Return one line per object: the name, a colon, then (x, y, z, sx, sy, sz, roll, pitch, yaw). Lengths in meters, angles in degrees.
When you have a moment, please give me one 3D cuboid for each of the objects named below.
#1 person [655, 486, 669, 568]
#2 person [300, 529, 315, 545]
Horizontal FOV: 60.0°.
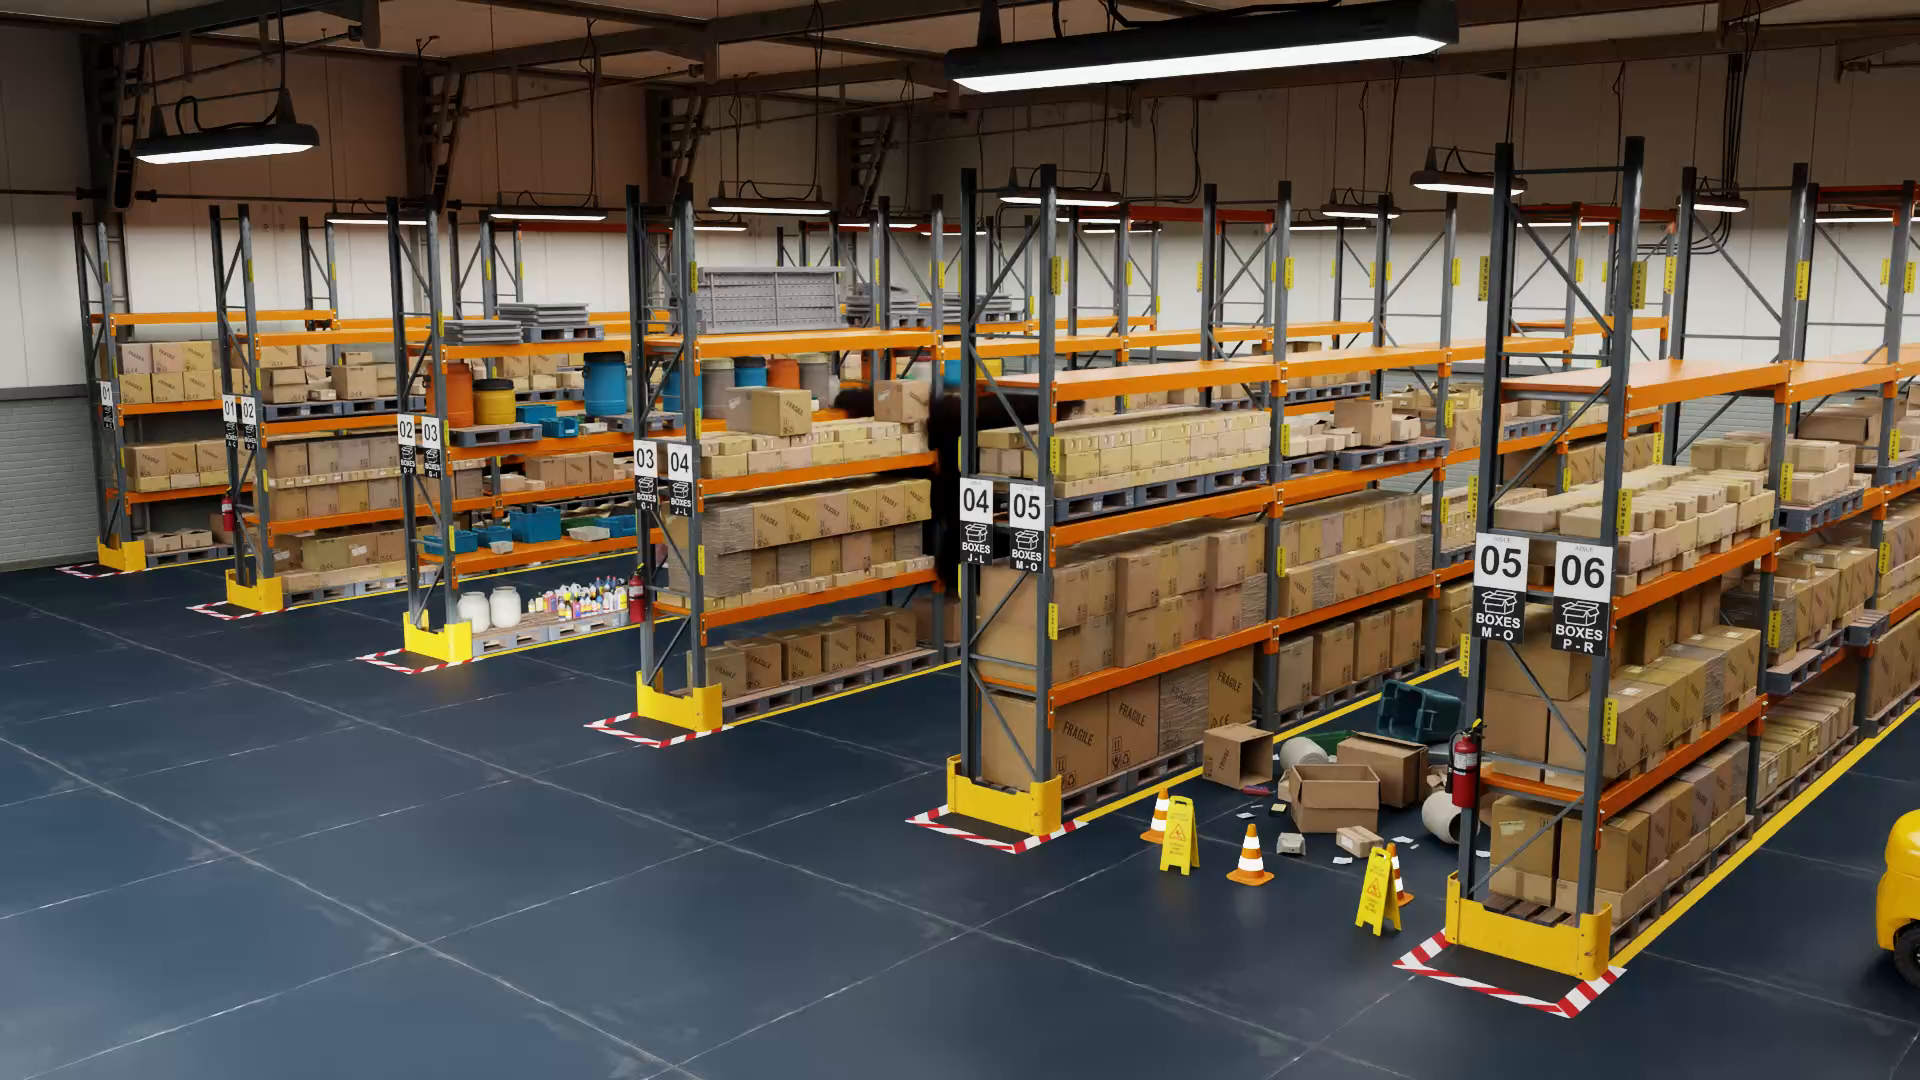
person: (-5.091, -0.349, 28.360, 0.384, 1.707, 0.497, 9, 13, 42)
person: (-11.113, -0.357, 28.600, 0.480, 1.595, 0.653, 3, 10, 20)
